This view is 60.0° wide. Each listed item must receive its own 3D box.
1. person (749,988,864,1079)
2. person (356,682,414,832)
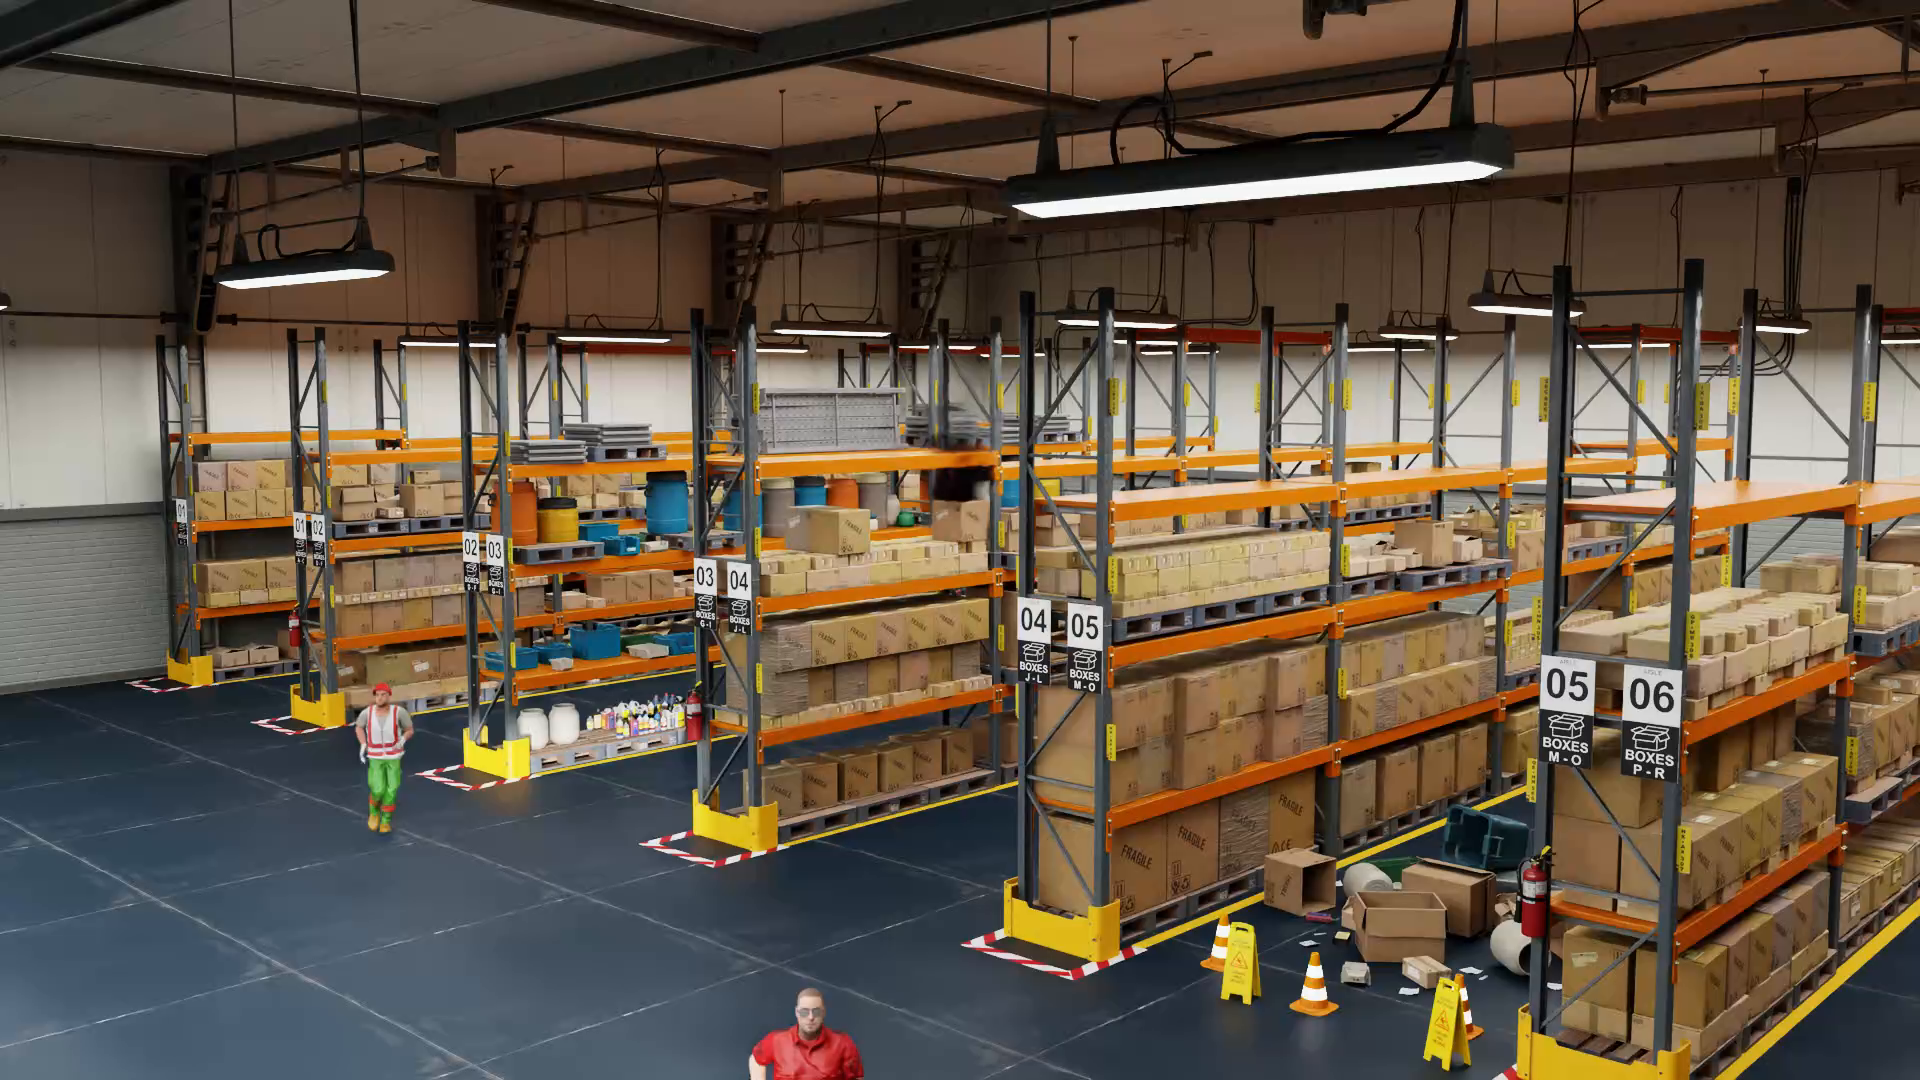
[{"bbox_3d":[-0.858,3.435,9.448,0.631,1.798,0.762,-1,5,-11],"label":"person"},{"bbox_3d":[-6.566,2.501,19.007,0.632,1.748,0.601,-2,6,-18],"label":"person"}]
